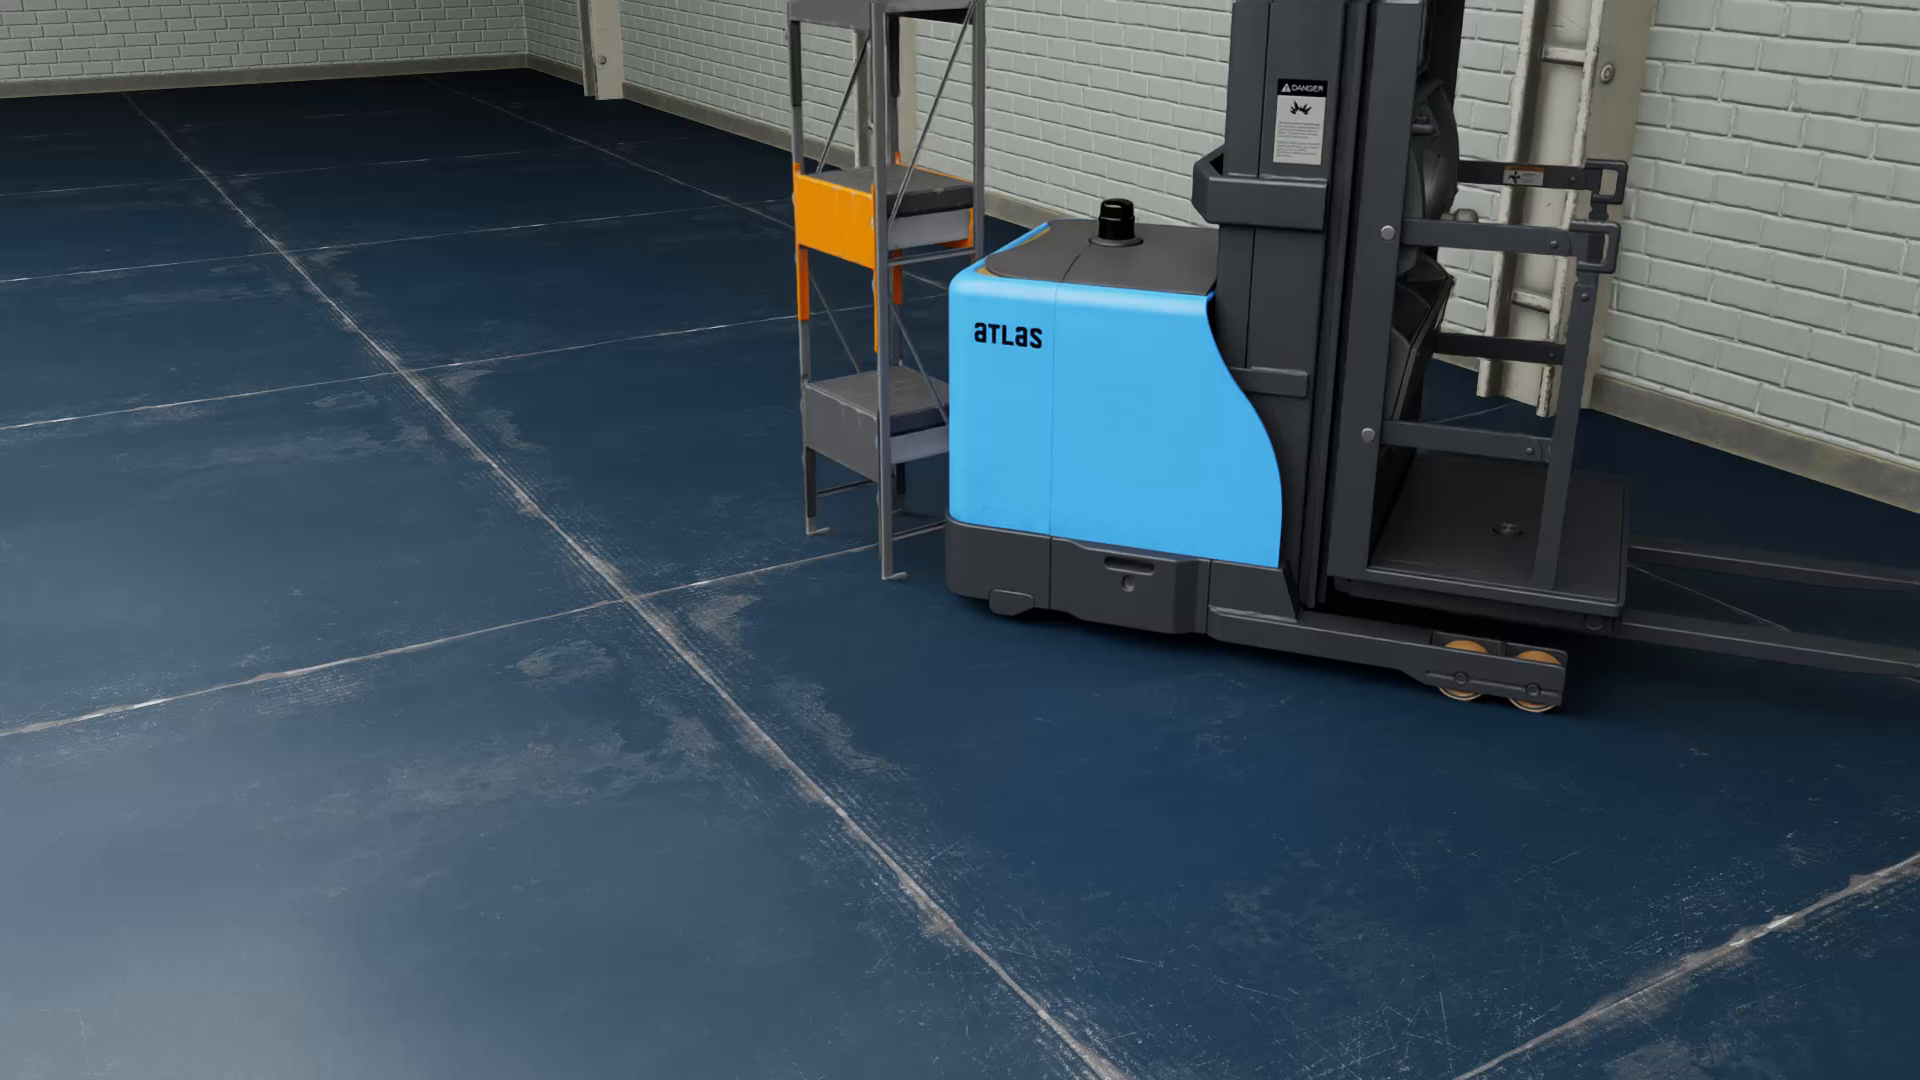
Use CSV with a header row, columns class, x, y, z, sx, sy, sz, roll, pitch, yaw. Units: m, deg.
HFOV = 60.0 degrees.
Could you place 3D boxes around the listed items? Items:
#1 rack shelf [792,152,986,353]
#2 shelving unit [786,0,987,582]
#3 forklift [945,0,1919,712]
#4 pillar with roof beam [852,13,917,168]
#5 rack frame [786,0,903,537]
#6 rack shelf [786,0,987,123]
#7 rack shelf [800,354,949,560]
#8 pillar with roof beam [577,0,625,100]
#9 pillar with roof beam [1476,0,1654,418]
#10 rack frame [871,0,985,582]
class,x,y,z,sx,sy,sz,roll,pitch,yaw
rack shelf,-0.232,-0.942,5.378,0.431,0.518,0.480,-15,26,-32
shelving unit,-0.232,-0.955,5.372,0.431,2.100,0.503,-15,26,-32
forklift,1.523,-1.105,4.637,3.031,2.935,1.130,8,24,20
pillar with roof beam,-4.237,-5.898,8.372,9.100,9.000,0.400,-13,25,-28
rack frame,-0.373,-1.030,5.557,0.400,2.100,0.015,-15,26,-32
rack shelf,-0.232,-1.591,5.114,0.431,0.518,0.480,-15,26,-32
rack shelf,-0.232,-0.294,5.641,0.431,0.518,0.480,-15,26,-32
pillar with roof beam,-7.302,-7.841,13.151,9.100,9.000,0.400,-13,25,-28
pillar with roof beam,-1.172,-3.956,3.594,9.100,9.000,0.400,-13,25,-28
rack frame,-0.091,-0.880,5.188,0.400,2.100,0.015,-15,26,-32
